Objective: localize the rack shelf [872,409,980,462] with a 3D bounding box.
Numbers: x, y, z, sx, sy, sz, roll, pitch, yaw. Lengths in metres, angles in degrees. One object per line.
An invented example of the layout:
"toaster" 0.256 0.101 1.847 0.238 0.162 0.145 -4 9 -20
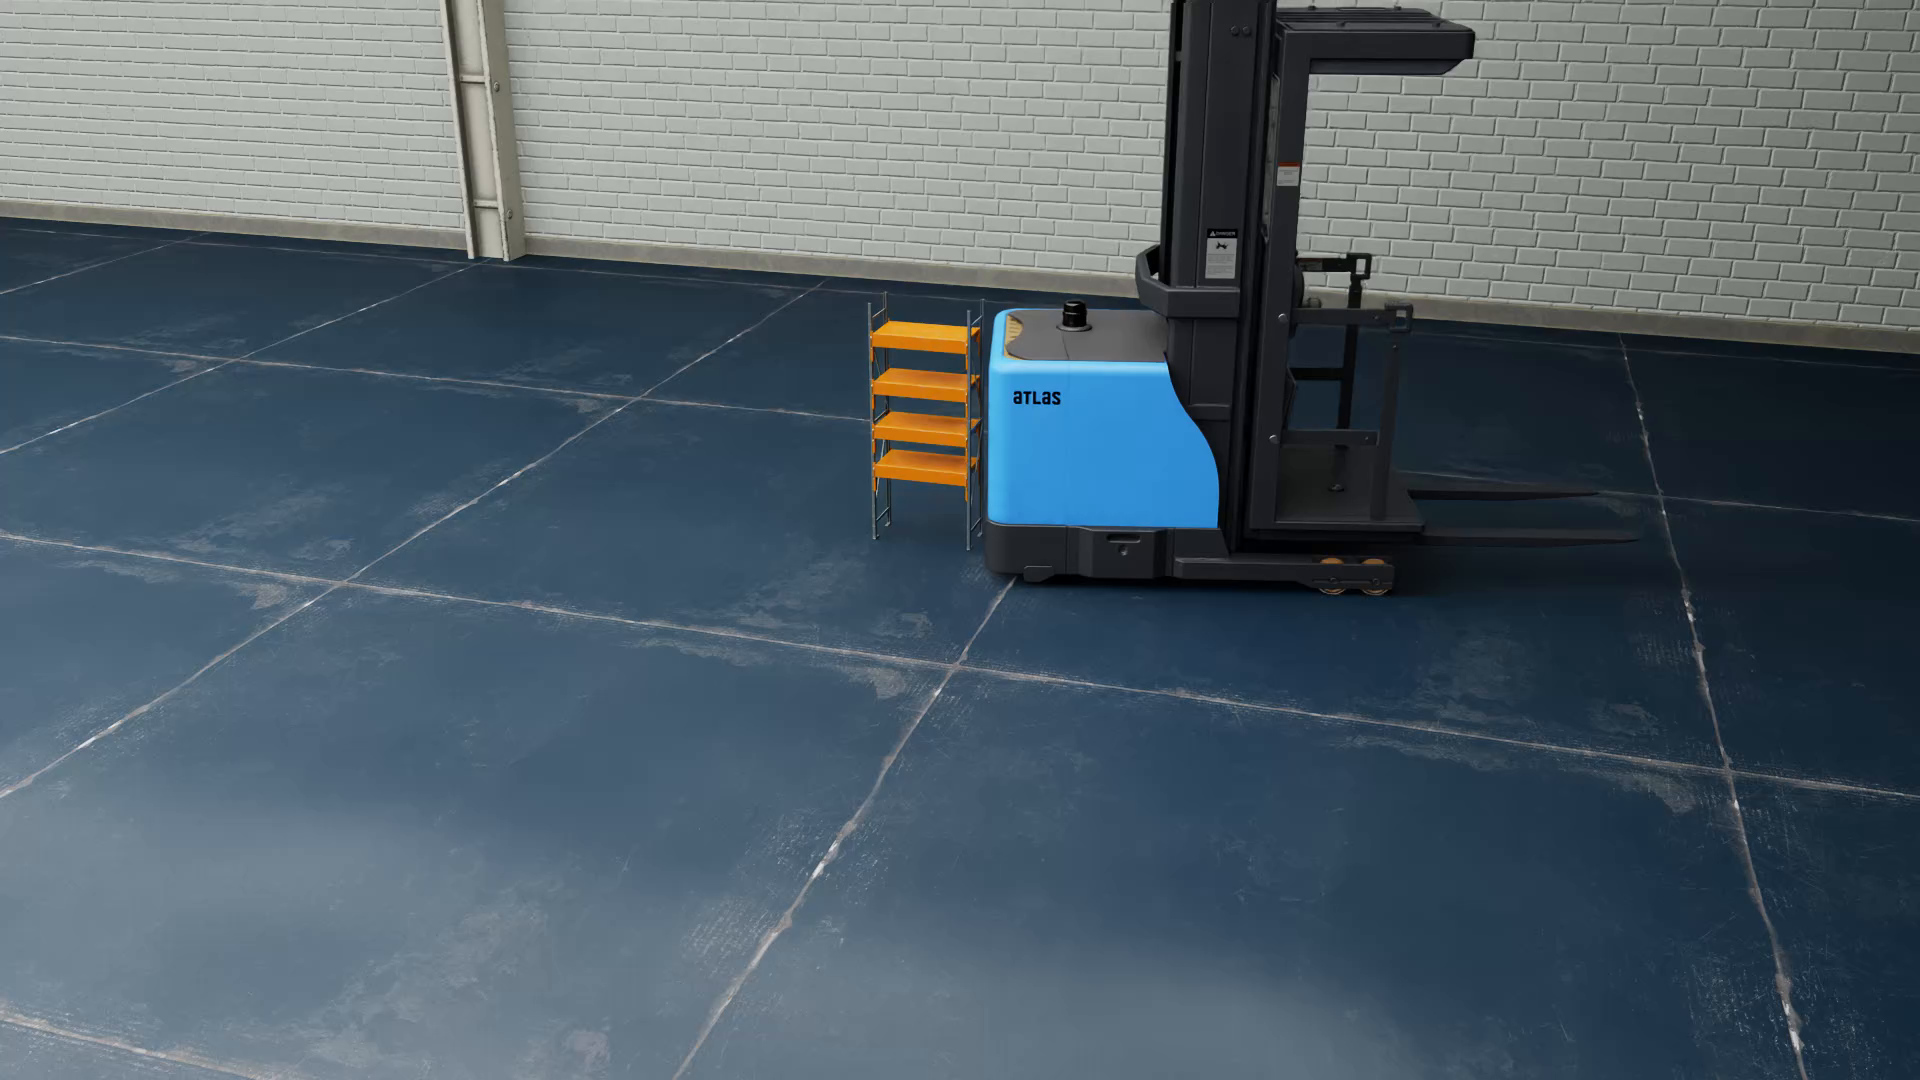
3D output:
"rack shelf" -0.158 -0.511 8.112 0.480 0.148 0.258 7 23 16

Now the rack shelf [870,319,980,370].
"rack shelf" -0.158 -0.937 7.937 0.480 0.148 0.258 7 23 16

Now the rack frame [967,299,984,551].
"rack frame" 0.075 -0.547 8.021 0.015 1.200 0.240 7 23 16

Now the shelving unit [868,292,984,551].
"shelving unit" -0.158 -0.573 8.087 0.503 1.200 0.258 7 23 16

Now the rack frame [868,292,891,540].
"rack frame" -0.392 -0.600 8.152 0.015 1.200 0.240 7 23 16

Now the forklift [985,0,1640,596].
"forklift" 1.651 -1.308 7.597 3.031 2.935 1.130 1 22 3

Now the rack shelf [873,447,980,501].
"rack shelf" -0.158 -0.327 8.187 0.480 0.148 0.258 7 23 16

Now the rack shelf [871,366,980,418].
"rack shelf" -0.158 -0.718 8.027 0.480 0.148 0.258 7 23 16

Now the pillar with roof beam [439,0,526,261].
"pillar with roof beam" -5.182 -5.023 8.659 0.400 9.000 9.100 7 23 16
